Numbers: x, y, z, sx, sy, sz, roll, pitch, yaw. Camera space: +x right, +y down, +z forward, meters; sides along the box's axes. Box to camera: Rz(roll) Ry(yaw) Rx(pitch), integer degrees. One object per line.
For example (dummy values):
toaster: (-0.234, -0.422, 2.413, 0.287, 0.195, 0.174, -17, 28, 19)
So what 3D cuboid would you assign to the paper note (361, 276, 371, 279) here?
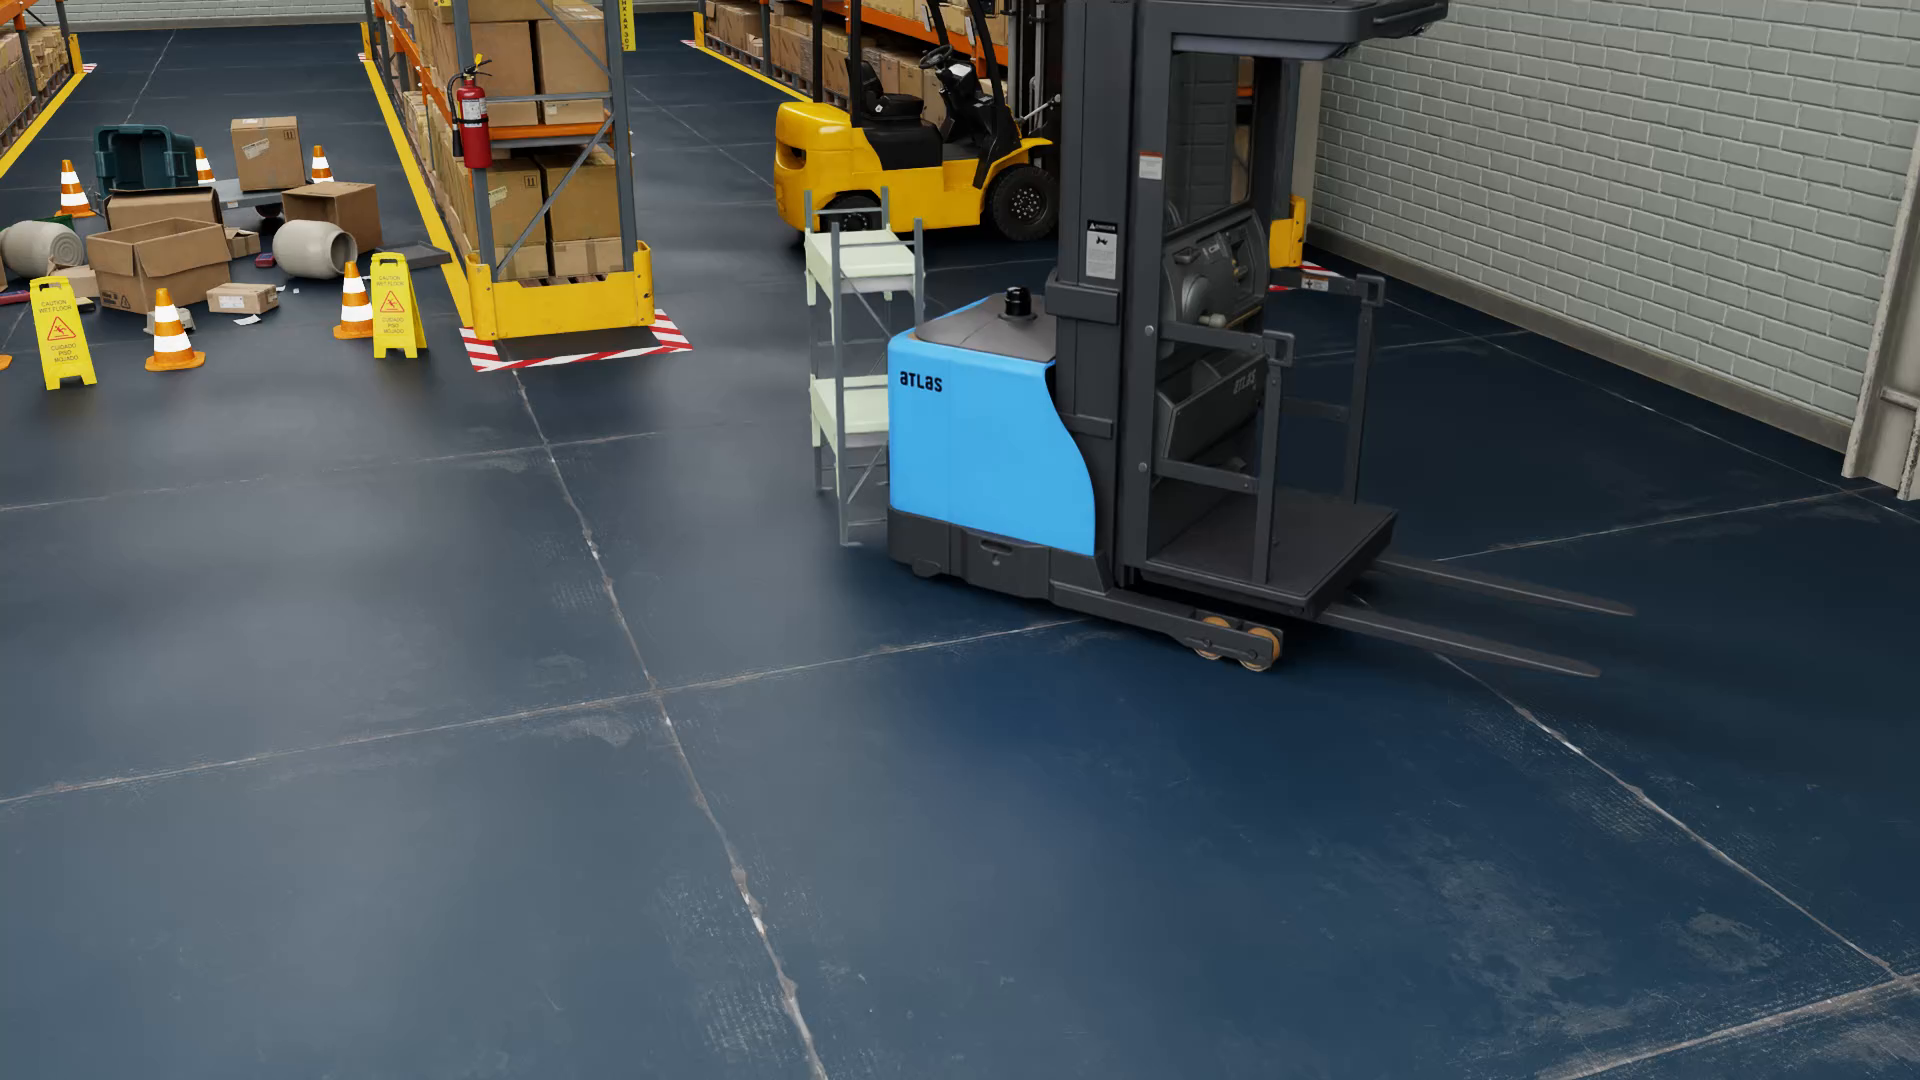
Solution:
paper note: (-4.357, -1.959, 12.359, 0.142, 0.019, 0.148, -18, 29, -37)

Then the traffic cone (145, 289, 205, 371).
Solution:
traffic cone: (-4.897, -1.323, 10.294, 0.336, 0.463, 0.334, -8, 24, -19)

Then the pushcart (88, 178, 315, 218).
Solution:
pushcart: (-6.149, -2.703, 13.677, 1.648, 0.377, 0.936, -18, 29, -37)

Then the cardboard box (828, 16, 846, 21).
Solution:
cardboard box: (-1.510, -6.807, 21.880, 0.380, 0.149, 0.250, -10, 25, -22)

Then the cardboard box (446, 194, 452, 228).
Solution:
cardboard box: (-3.688, -2.533, 12.896, 0.500, 0.250, 0.500, -9, 24, -20)

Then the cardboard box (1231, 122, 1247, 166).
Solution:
cardboard box: (2.029, -3.059, 12.858, 0.500, 0.250, 0.500, -9, 24, -20)

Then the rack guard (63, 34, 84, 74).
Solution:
rack guard: (-12.841, -6.707, 23.020, 1.175, 0.500, 0.348, -8, 24, -19)

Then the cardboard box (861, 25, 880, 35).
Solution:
cardboard box: (-1.075, -6.330, 20.750, 0.380, 0.149, 0.250, -9, 24, -20)

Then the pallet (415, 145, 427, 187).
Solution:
pallet: (-4.744, -3.684, 16.219, 1.003, 0.211, 1.213, -8, 24, -19)

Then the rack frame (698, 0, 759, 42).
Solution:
rack frame: (-3.630, -9.285, 25.917, 1.000, 3.000, 0.127, -8, 24, -19)

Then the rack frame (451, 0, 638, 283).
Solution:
rack frame: (-2.620, -2.789, 10.505, 1.000, 3.000, 0.127, -8, 24, -19)

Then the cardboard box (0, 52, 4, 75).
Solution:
cardboard box: (-10.401, -5.017, 17.503, 0.500, 0.250, 0.500, -8, 24, -19)

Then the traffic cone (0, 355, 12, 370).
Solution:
traffic cone: (-6.074, -1.292, 10.219, 0.336, 0.463, 0.334, -8, 24, -19)

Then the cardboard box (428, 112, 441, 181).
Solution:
cardboard box: (-4.077, -3.263, 13.664, 0.500, 0.500, 0.500, -7, 24, -16)

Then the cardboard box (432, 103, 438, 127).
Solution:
cardboard box: (-3.906, -3.322, 12.968, 0.380, 0.149, 0.250, -7, 24, -17)

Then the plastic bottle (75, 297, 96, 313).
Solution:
plastic bottle: (-6.122, -1.641, 11.565, 0.133, 0.061, 0.283, -18, 29, -37)

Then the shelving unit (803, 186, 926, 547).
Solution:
shelving unit: (-0.445, -0.822, 7.768, 0.431, 1.500, 0.755, -5, 23, -13)

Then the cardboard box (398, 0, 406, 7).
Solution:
cardboard box: (-5.306, -5.314, 16.279, 0.380, 0.149, 0.250, -8, 24, -19)

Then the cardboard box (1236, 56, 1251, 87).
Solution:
cardboard box: (2.107, -3.736, 12.622, 0.500, 0.500, 0.500, -8, 24, -17)

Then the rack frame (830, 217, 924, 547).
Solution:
rack frame: (-0.358, -0.684, 7.441, 0.400, 1.500, 0.023, -5, 23, -13)

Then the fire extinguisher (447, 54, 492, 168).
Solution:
fire extinguisher: (-3.011, -2.649, 10.271, 0.296, 0.674, 0.183, -8, 24, -19)

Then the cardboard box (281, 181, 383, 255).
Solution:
cardboard box: (-4.928, -2.516, 13.072, 0.500, 0.500, 0.500, 8, 24, 18)

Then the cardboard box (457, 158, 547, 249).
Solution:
cardboard box: (-3.147, -2.316, 11.418, 0.500, 0.500, 0.500, -8, 24, -19)

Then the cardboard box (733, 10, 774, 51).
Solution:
cardboard box: (-2.870, -7.398, 24.119, 0.700, 0.500, 0.500, -9, 25, -21)

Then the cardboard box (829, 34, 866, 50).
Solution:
cardboard box: (-1.341, -5.958, 19.867, 0.380, 0.149, 0.250, -10, 25, -22)

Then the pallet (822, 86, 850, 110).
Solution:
pallet: (-1.032, -5.370, 20.218, 1.003, 0.211, 1.213, -8, 24, -19)

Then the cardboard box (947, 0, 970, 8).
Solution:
cardboard box: (0.196, -5.229, 15.845, 0.500, 0.250, 0.500, -9, 24, -20)

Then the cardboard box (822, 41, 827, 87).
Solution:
cardboard box: (-1.509, -5.917, 20.604, 0.500, 0.500, 0.500, -7, 24, -17)

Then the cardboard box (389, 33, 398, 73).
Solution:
cardboard box: (-6.981, -6.405, 21.842, 0.875, 0.438, 0.875, -9, 24, -20)

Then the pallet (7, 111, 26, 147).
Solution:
pallet: (-10.743, -4.422, 17.969, 1.003, 0.211, 1.213, -8, 24, -19)

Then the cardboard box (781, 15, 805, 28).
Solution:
cardboard box: (-2.169, -6.915, 22.138, 0.380, 0.149, 0.250, -9, 24, -20)

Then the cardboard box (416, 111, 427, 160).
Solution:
cardboard box: (-4.725, -3.928, 16.051, 0.950, 0.372, 0.625, -8, 24, -17)

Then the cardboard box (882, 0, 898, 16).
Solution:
cardboard box: (-0.514, -5.745, 17.711, 0.500, 0.250, 0.500, -9, 25, -21)

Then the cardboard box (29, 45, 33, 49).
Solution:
cardboard box: (-11.673, -6.026, 20.549, 0.380, 0.149, 0.250, -9, 24, -20)

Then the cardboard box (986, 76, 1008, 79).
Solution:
cardboard box: (0.414, -4.212, 16.398, 0.875, 0.625, 0.625, -7, 24, -17)

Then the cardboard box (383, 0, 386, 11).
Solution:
cardboard box: (-6.063, -5.958, 18.218, 0.500, 0.250, 0.500, -8, 24, -18)

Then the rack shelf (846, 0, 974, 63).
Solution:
rack shelf: (-0.097, -5.320, 17.436, 1.077, 0.370, 4.000, -8, 24, -19)

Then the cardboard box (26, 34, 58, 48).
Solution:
cardboard box: (-12.019, -6.514, 21.708, 0.380, 0.149, 0.250, -7, 24, -17)

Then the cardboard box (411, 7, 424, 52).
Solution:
cardboard box: (-4.139, -4.227, 13.406, 0.500, 0.500, 0.500, -8, 24, -19)

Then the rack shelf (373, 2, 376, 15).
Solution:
rack shelf: (-7.566, -7.544, 22.714, 1.077, 0.370, 4.000, -8, 24, -19)

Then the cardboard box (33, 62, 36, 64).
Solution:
cardboard box: (-11.669, -5.888, 20.604, 0.380, 0.149, 0.250, -10, 25, -22)

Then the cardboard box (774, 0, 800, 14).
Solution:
cardboard box: (-2.282, -7.151, 22.313, 0.380, 0.149, 0.250, -9, 24, -20)

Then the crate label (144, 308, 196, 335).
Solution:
crate label: (-5.233, -1.450, 11.015, 0.298, 0.136, 0.250, 18, 29, 36)

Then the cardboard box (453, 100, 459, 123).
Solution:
cardboard box: (-3.146, -2.857, 10.989, 0.380, 0.149, 0.250, -9, 24, -20)

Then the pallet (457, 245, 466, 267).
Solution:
pallet: (-3.328, -2.274, 12.874, 1.003, 0.211, 1.213, -8, 24, -19)

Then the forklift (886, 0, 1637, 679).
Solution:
forklift: (1.198, -1.071, 6.517, 3.031, 2.935, 1.130, 14, 26, 29)

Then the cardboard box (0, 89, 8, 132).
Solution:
cardboard box: (-10.234, -4.496, 17.232, 0.500, 0.500, 0.500, -8, 24, -18)

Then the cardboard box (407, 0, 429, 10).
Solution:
cardboard box: (-3.453, -3.945, 11.448, 0.700, 0.500, 0.500, -9, 24, -20)

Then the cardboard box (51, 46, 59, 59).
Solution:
cardboard box: (-12.034, -6.376, 21.763, 0.380, 0.149, 0.250, -8, 24, -18)

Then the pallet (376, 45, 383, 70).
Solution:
pallet: (-7.917, -7.038, 24.176, 1.003, 0.211, 1.213, -8, 24, -19)

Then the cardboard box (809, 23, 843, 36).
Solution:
cardboard box: (-1.697, -6.445, 21.023, 0.380, 0.149, 0.250, -8, 24, -19)

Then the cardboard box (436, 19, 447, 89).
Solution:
cardboard box: (-3.242, -3.314, 11.239, 0.500, 0.500, 0.500, -8, 24, -19)
